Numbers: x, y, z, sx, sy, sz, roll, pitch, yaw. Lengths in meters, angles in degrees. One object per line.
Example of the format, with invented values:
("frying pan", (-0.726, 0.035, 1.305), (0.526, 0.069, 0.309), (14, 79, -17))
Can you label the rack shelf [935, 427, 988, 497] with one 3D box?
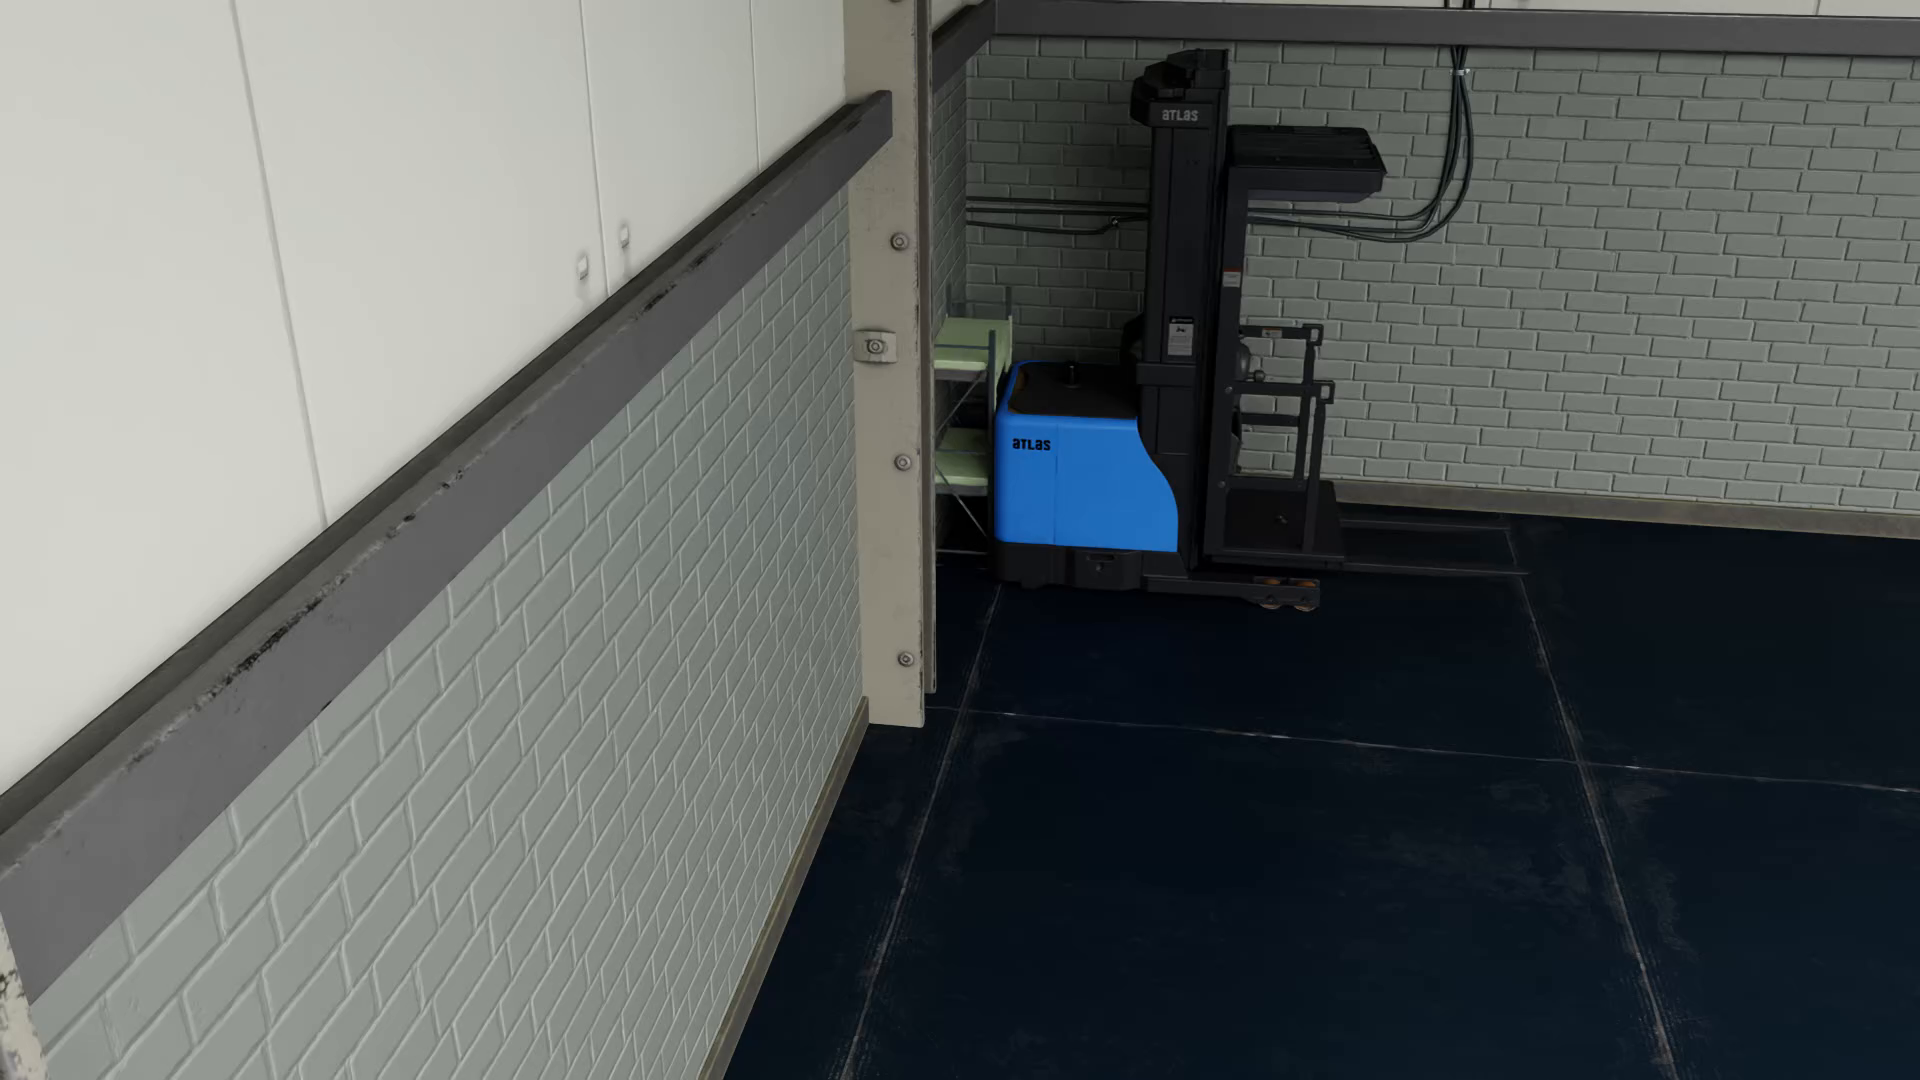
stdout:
("rack shelf", (0.054, -0.385, 10.002), (0.431, 0.370, 0.720), (4, 28, 8))

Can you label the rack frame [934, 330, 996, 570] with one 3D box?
("rack frame", (-0.002, -0.502, 9.530), (0.400, 1.500, 0.023), (4, 28, 8))

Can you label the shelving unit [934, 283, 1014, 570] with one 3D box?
("shelving unit", (0.053, -0.672, 9.849), (0.431, 1.500, 0.755), (4, 28, 8))

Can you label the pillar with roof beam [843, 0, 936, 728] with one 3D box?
("pillar with roof beam", (3.941, -2.939, 5.915), (9.100, 9.000, 0.400), (4, 25, 9))

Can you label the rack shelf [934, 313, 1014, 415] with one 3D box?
("rack shelf", (0.053, -1.017, 9.666), (0.431, 0.370, 0.720), (4, 28, 8))

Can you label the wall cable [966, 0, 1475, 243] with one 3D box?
("wall cable", (1.480, -2.972, 9.647), (3.097, 2.526, 0.112), (4, 25, 9))

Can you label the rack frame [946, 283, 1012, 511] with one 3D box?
("rack frame", (0.109, -0.842, 10.169), (0.400, 1.500, 0.023), (4, 28, 8))

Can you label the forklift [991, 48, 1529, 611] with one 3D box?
("forklift", (1.739, -1.166, 9.284), (3.031, 2.935, 1.130), (3, 25, 7))
